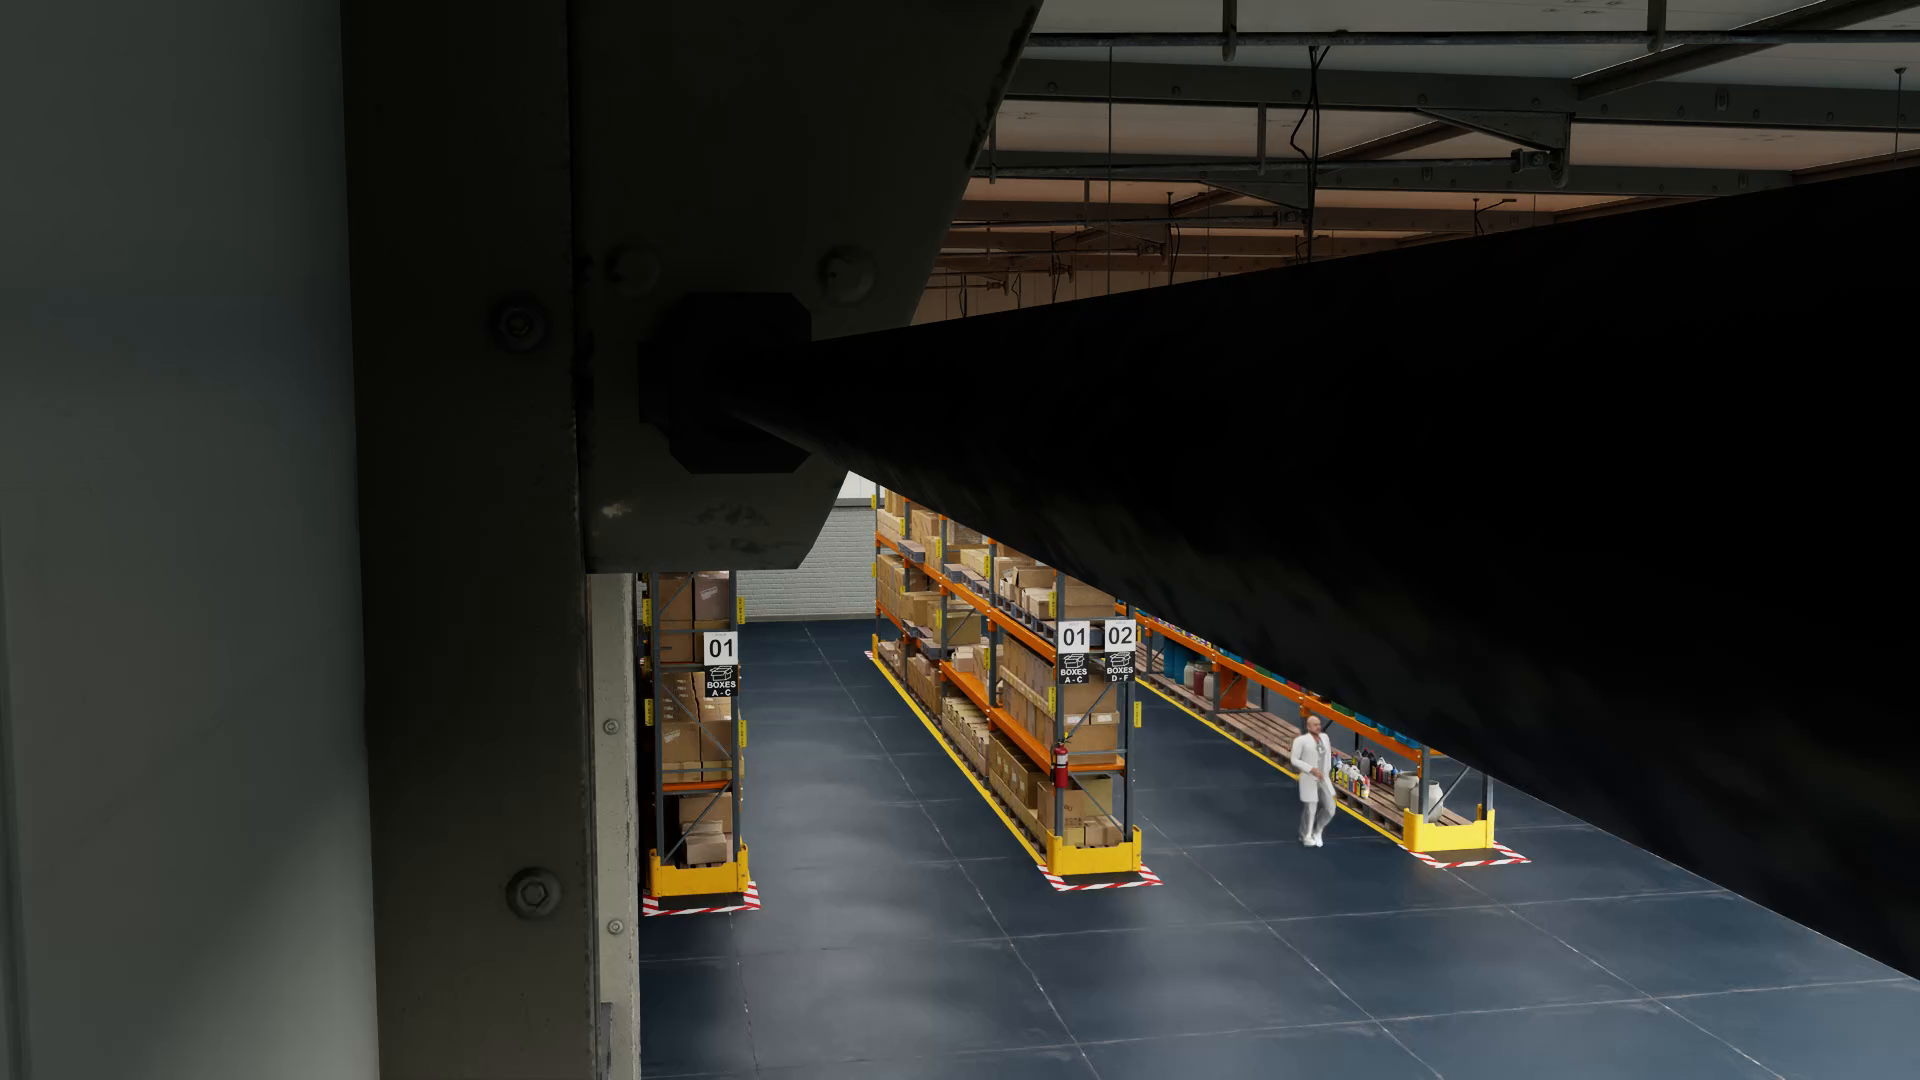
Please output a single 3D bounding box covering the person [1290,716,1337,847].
[{"bbox_3d":[4.702,3.210,21.992,0.708,1.778,0.628,-2,6,-21],"label":"person"}]
